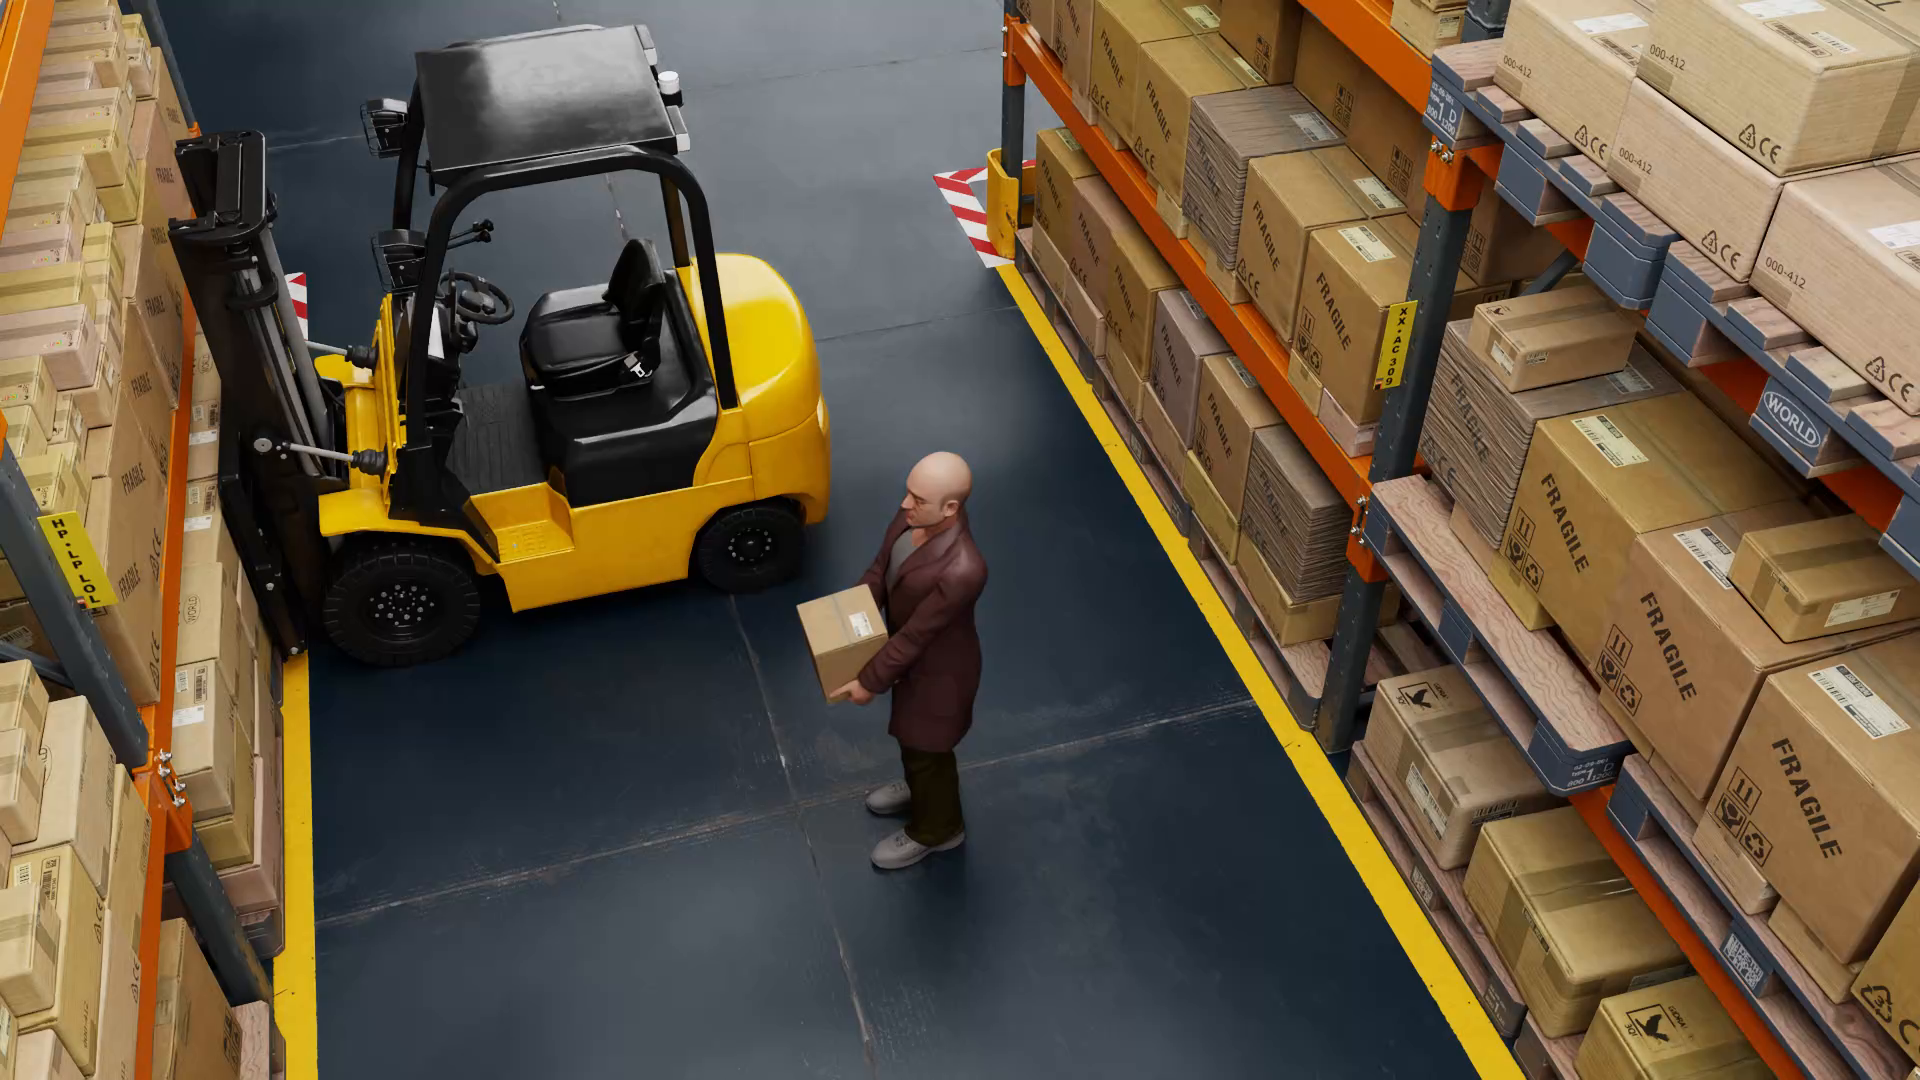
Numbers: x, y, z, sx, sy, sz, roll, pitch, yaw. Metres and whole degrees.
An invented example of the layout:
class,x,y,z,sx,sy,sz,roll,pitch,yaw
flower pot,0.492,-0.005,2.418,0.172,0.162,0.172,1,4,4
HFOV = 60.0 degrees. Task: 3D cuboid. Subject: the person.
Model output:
class,x,y,z,sx,sy,sz,roll,pitch,yaw
person,-0.205,0.434,5.686,0.553,1.779,0.524,-12,43,-13
